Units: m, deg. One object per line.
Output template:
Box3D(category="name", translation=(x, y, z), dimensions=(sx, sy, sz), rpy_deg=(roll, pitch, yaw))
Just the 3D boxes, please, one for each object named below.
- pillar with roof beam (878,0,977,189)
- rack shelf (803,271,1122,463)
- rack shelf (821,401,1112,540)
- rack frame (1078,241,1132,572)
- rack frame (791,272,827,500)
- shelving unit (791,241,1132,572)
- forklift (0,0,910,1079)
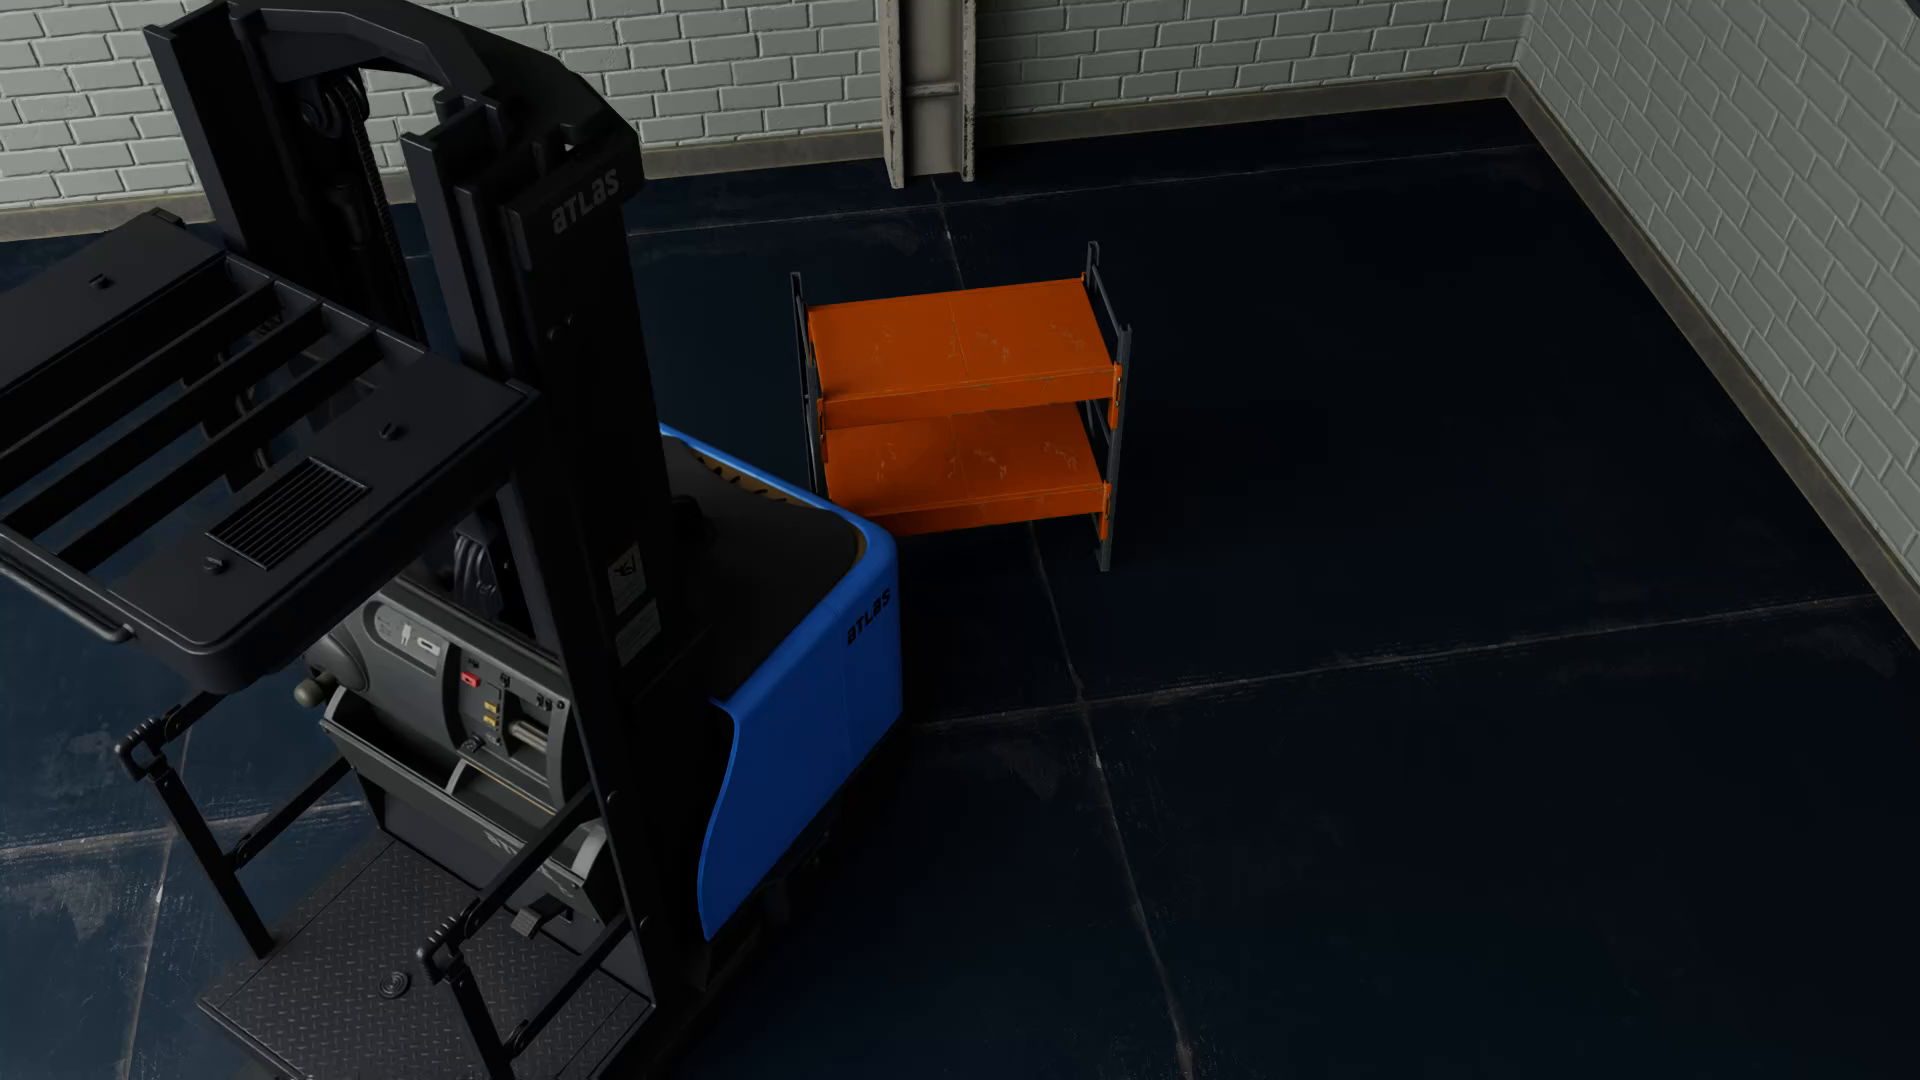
Box3D(category="pillar with roof beam", translation=(0.585, -1.859, 1.792), dimensions=(0.400, 9.000, 9.100), rpy_deg=(-7, 46, -7))
Box3D(category="rack shelf", translation=(-0.007, -0.593, 5.633), dimensions=(1.000, 0.278, 0.538), rpy_deg=(-7, 46, -7))
Box3D(category="rack shelf", translation=(-0.007, -0.220, 6.020), dimensions=(1.000, 0.278, 0.538), rpy_deg=(-7, 46, -7))
Box3D(category="rack frame", translation=(0.494, -0.452, 5.904), dimensions=(0.032, 1.125, 0.500), rpy_deg=(-7, 46, -7))
Box3D(category="rack frame", translation=(-0.508, -0.327, 5.784), dimensions=(0.032, 1.125, 0.500), rpy_deg=(-7, 46, -7))
Box3D(category="shelving unit", translation=(-0.007, -0.389, 5.844), dimensions=(1.048, 1.125, 0.538), rpy_deg=(-7, 46, -7))
Box3D(category="forklift", translation=(-1.388, 0.413, 3.817), dimensions=(1.130, 2.935, 3.031), rpy_deg=(25, 51, 22))
